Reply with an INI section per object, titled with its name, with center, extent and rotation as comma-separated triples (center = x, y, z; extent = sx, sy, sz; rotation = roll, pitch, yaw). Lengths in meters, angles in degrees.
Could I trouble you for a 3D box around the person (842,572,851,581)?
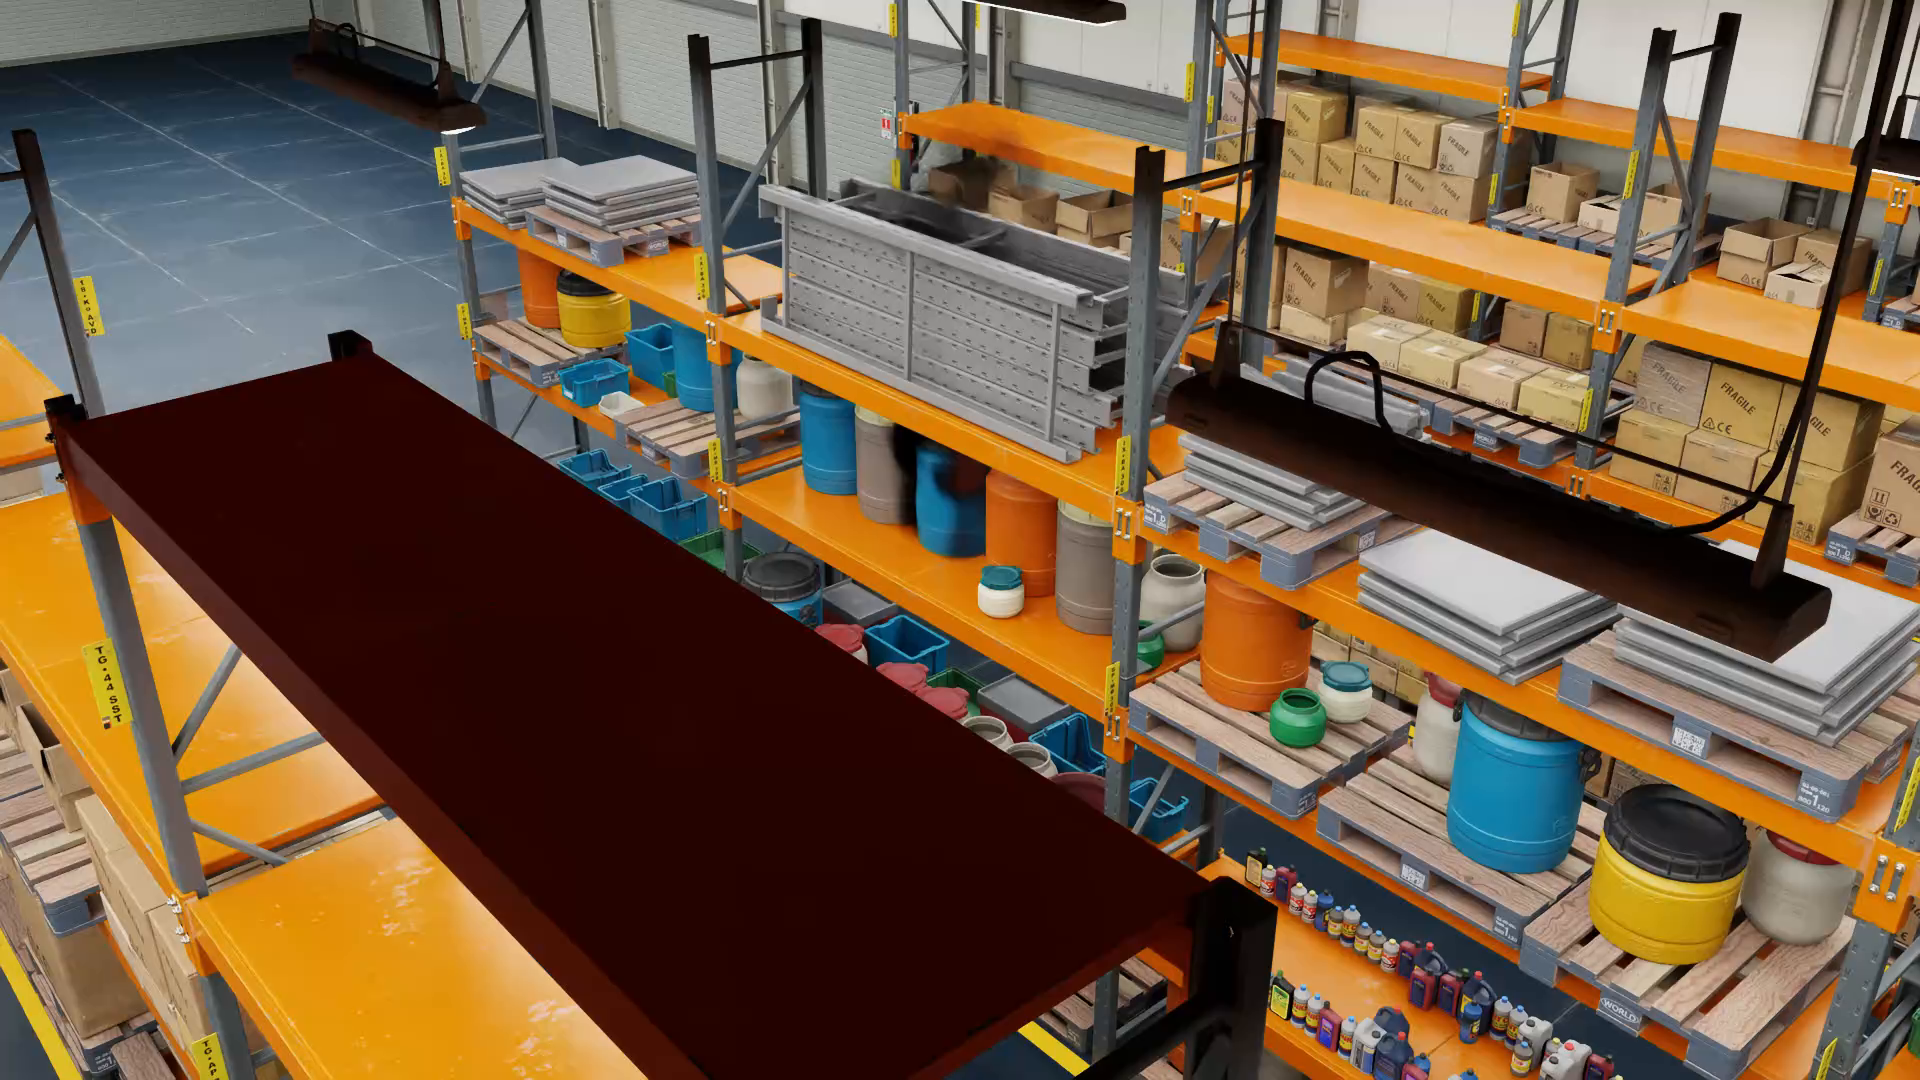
[person]
center = -0.987, 0.368, 14.982
extent = 0.901, 1.681, 0.557
rotation = 22, 35, 37
